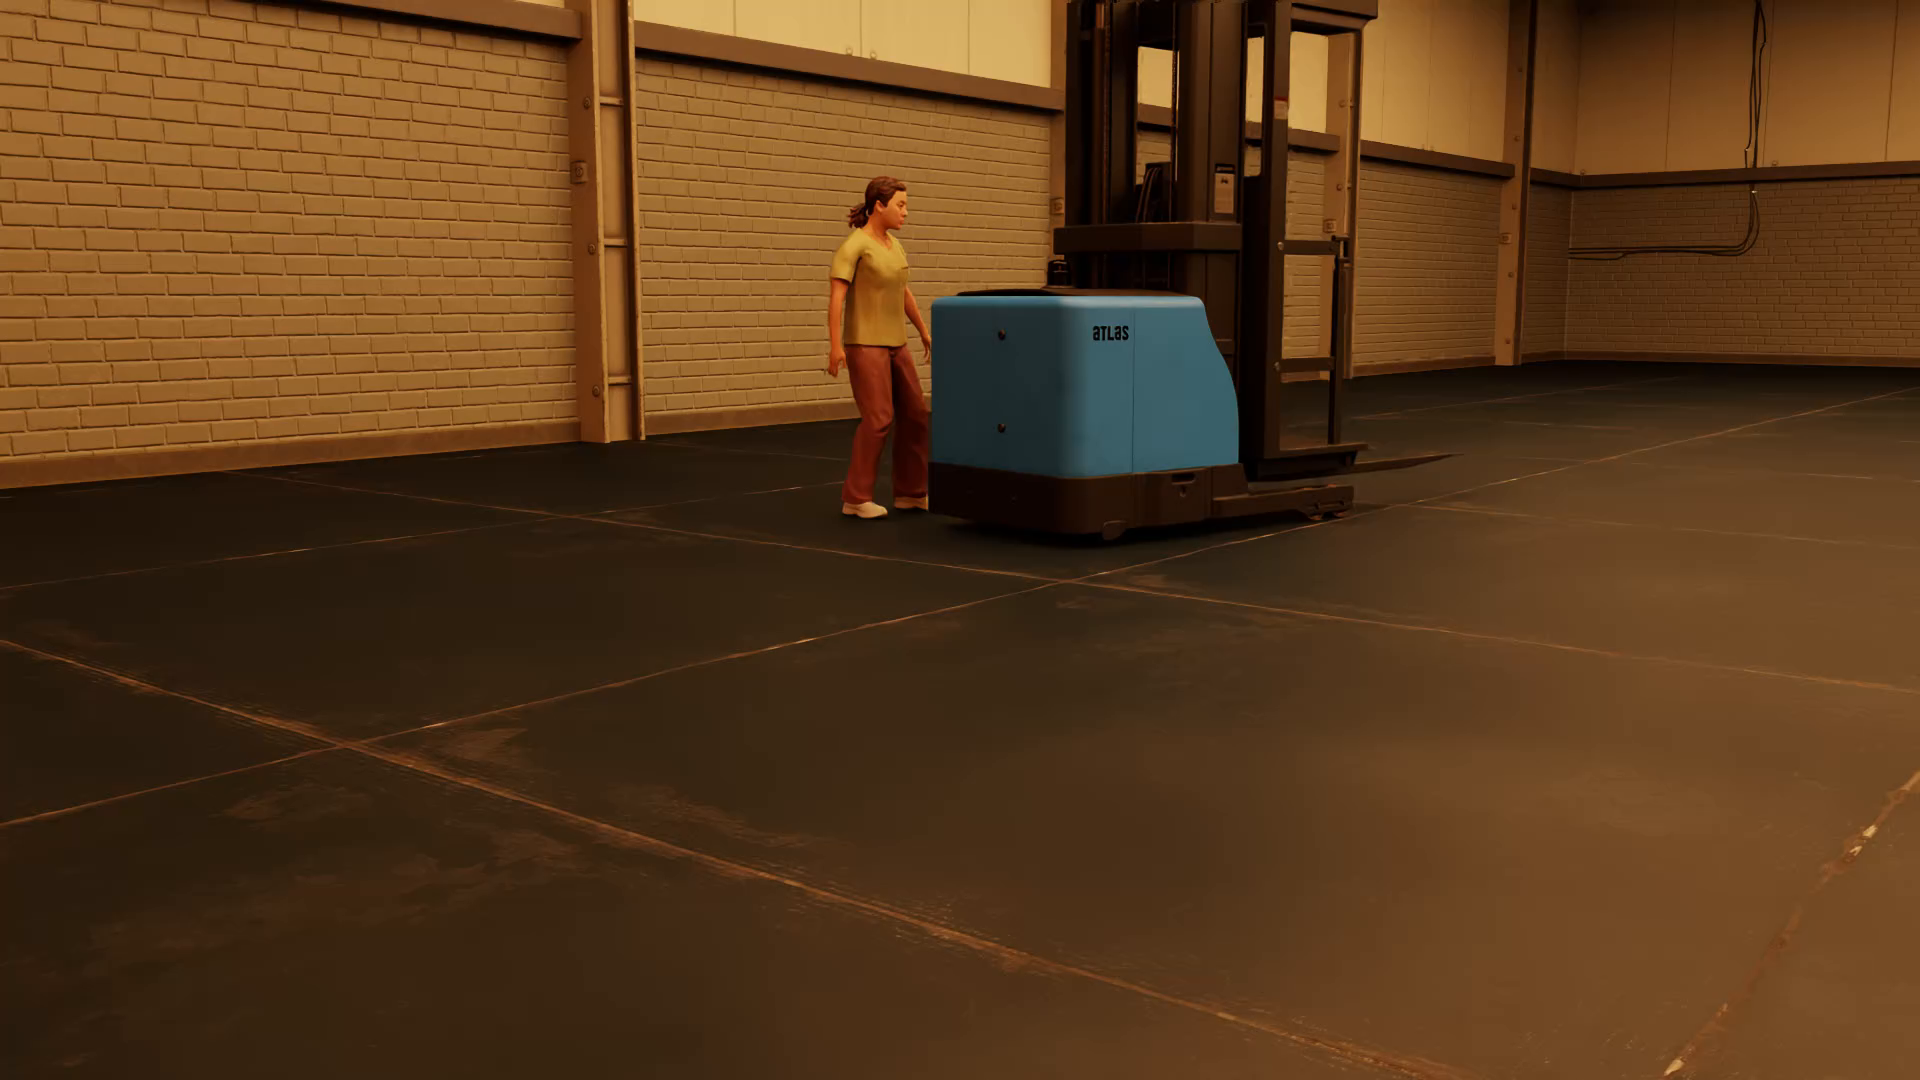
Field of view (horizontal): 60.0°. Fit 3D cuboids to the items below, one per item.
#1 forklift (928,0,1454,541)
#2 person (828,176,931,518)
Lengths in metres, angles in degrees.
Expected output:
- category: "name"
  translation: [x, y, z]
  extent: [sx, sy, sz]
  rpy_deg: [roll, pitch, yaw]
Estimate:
- category: "forklift"
  translation: [1.310, -1.594, 8.177]
  extent: [3.031, 2.935, 1.130]
  rpy_deg: [-7, 11, -39]
- category: "person"
  translation: [-0.373, -0.941, 8.147]
  extent: [0.387, 1.650, 0.704]
  rpy_deg: [5, 10, 32]
